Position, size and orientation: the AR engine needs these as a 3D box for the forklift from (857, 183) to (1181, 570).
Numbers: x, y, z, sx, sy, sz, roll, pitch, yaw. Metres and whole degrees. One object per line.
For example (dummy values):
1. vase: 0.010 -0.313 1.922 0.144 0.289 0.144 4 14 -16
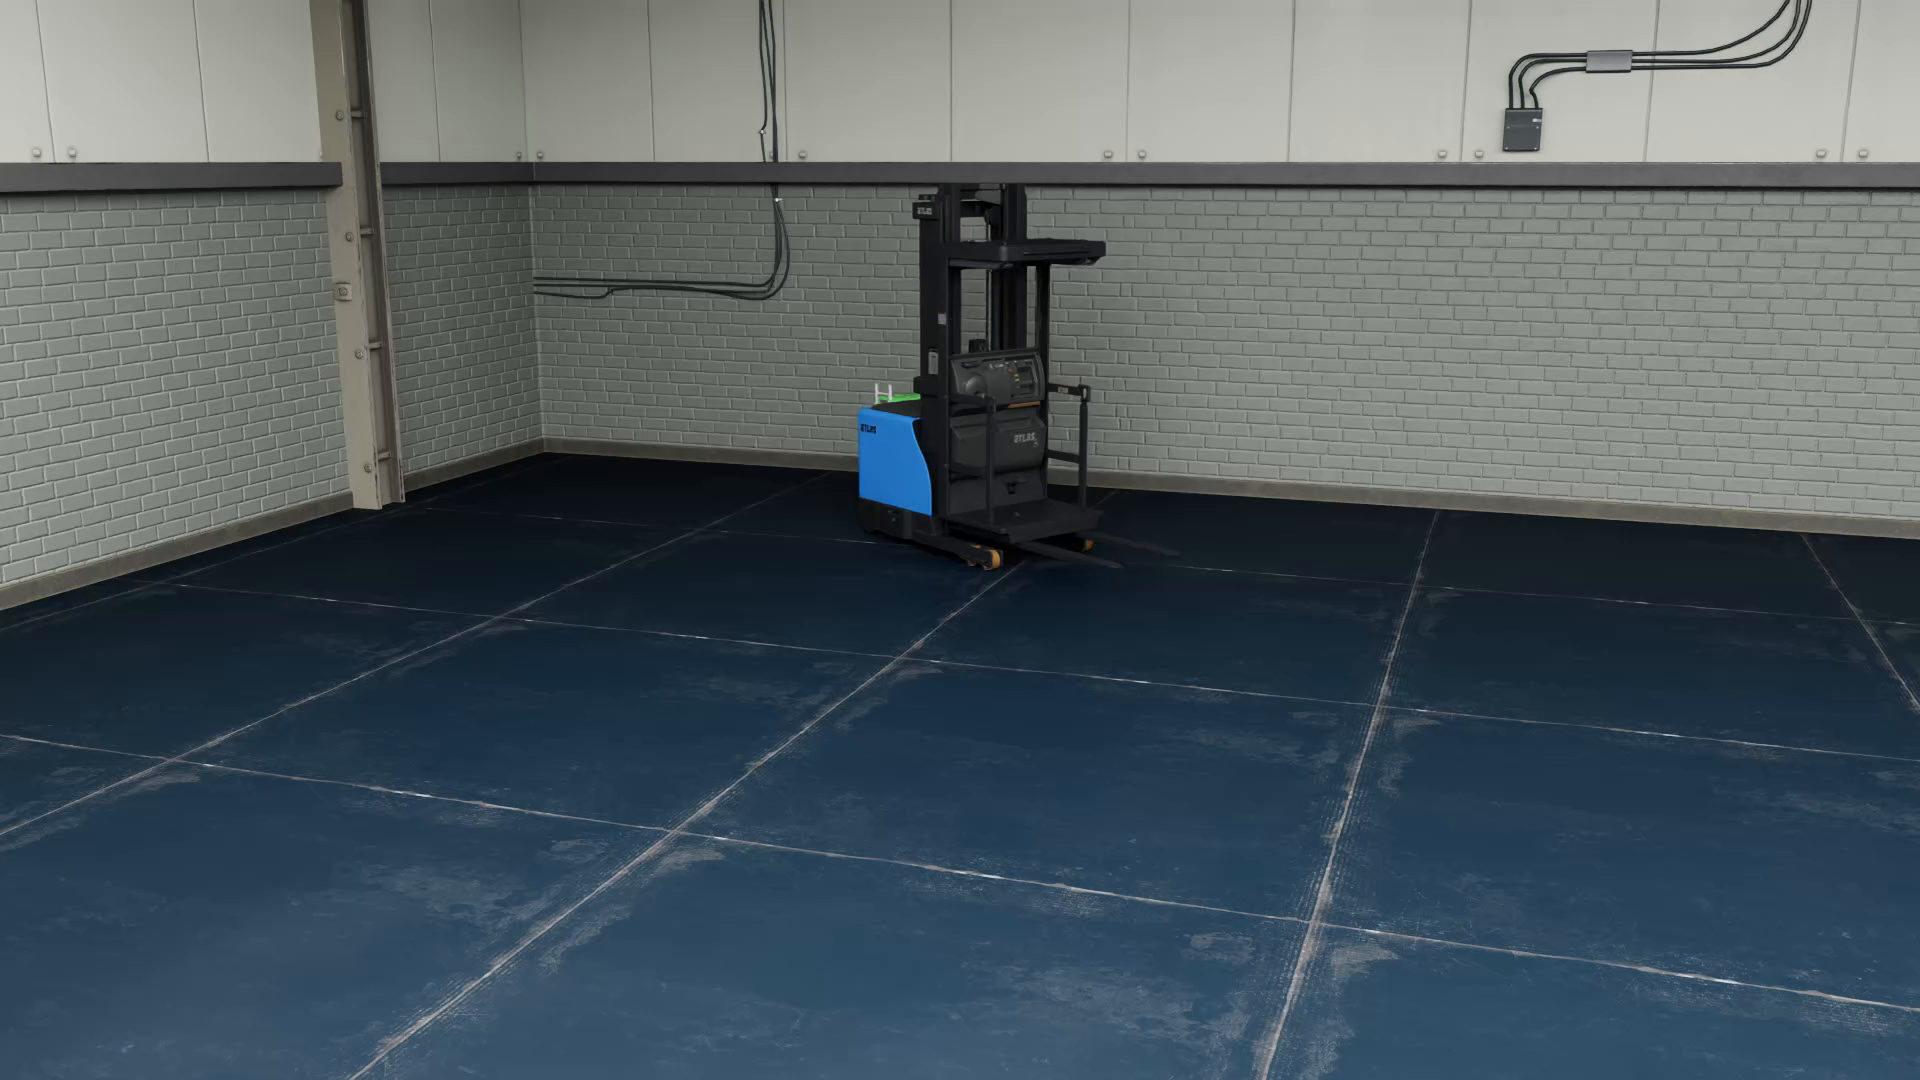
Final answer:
1. forklift: 0.443 -1.317 13.172 1.130 2.935 3.031 -10 16 -38

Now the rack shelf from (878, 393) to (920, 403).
1. rack shelf: -0.467 -1.215 14.718 0.480 0.148 0.258 -9 13 -34

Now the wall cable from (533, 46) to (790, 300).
1. wall cable: -3.195 -3.730 17.084 3.097 2.526 0.112 4 14 18

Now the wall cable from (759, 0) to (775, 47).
1. wall cable: -0.635 -5.997 15.668 3.097 2.526 0.112 4 14 18

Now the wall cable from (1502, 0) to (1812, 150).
1. wall cable: 5.783 -6.215 13.350 2.305 6.003 0.169 4 14 18

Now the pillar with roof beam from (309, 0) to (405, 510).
1. pillar with roof beam: -1.326 -4.408 13.080 9.100 9.000 0.400 4 14 18

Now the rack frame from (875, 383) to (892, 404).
1. rack frame: -0.657 -0.775 14.659 0.015 1.200 0.240 -9 13 -34

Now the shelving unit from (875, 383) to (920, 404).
1. shelving unit: -0.456 -0.806 14.795 0.503 1.200 0.258 -9 13 -34
